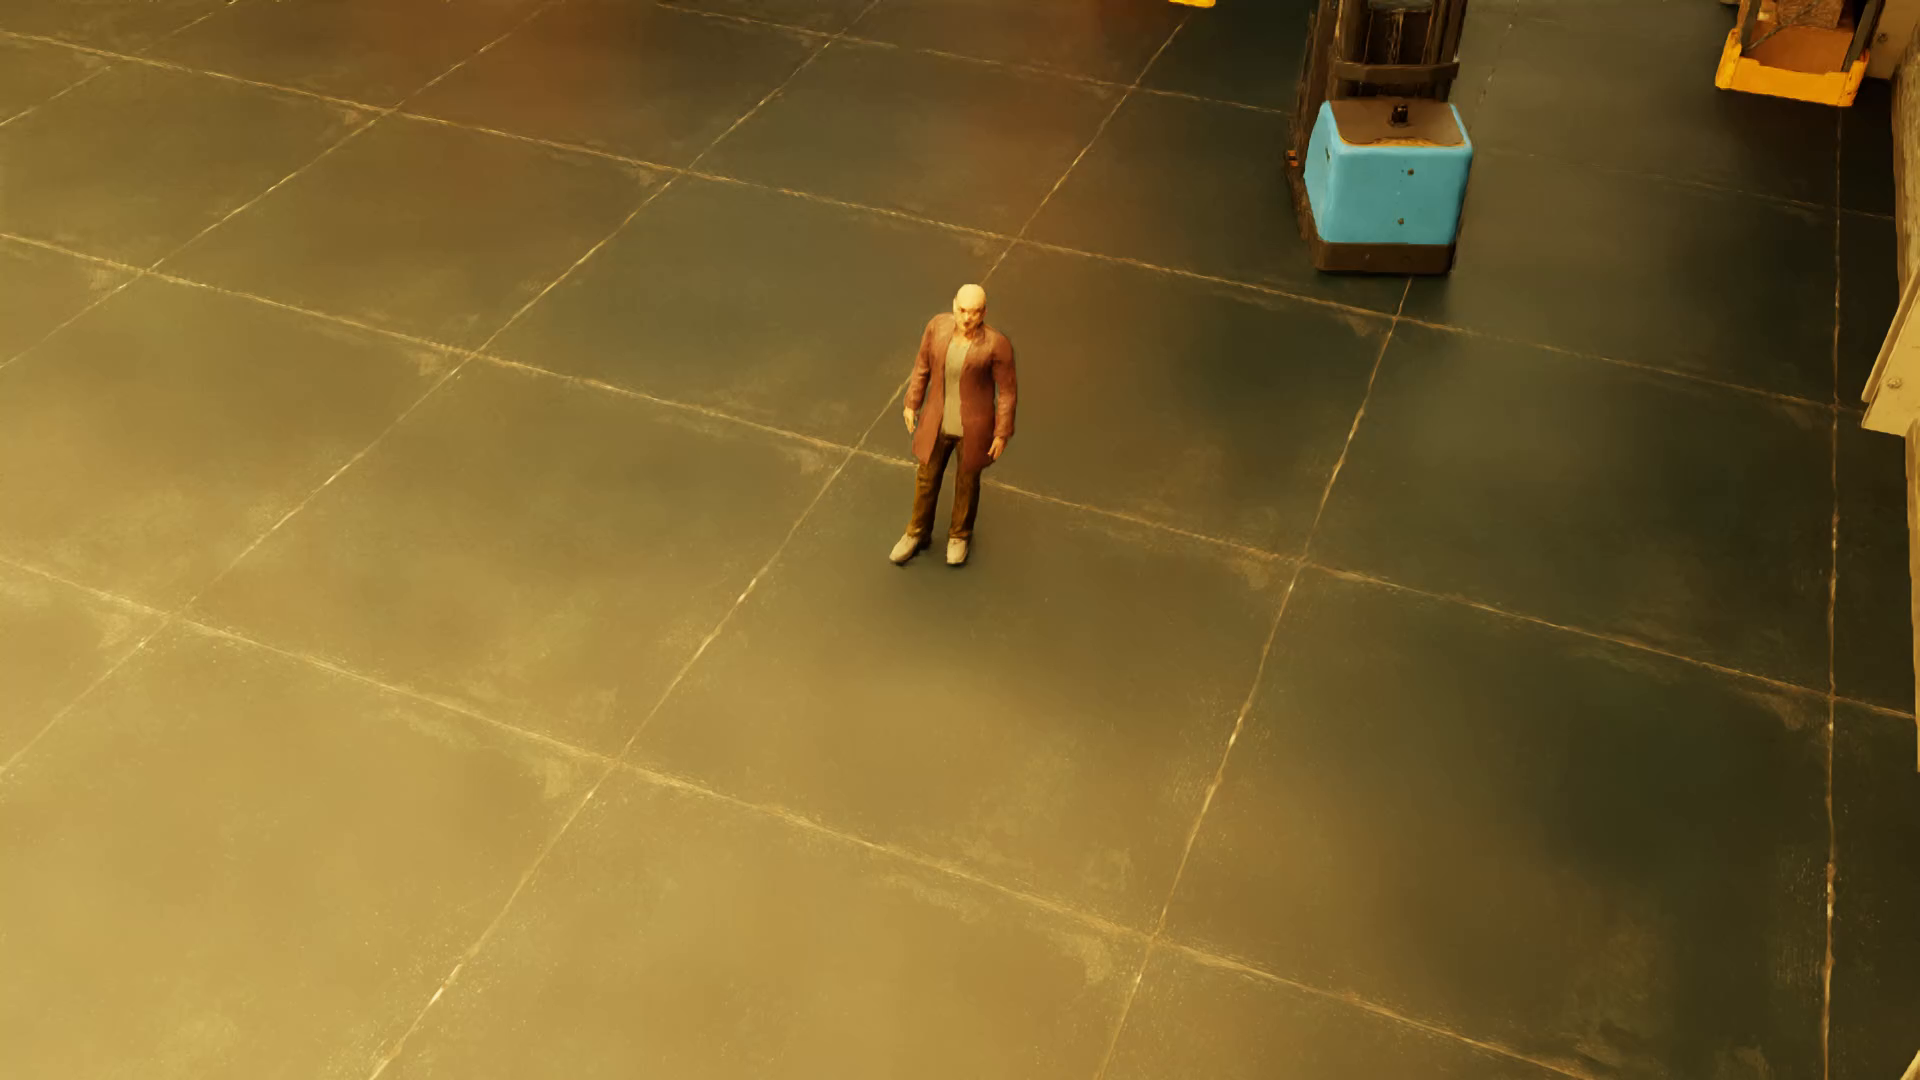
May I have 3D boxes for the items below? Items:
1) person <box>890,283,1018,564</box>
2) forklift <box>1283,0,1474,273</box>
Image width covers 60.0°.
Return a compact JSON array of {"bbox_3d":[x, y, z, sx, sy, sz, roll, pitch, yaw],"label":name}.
[{"bbox_3d":[-0.039,-0.634,9.651,0.694,1.776,0.580,15,42,17],"label":"person"},{"bbox_3d":[3.278,-4.073,12.872,1.130,2.935,3.031,2,40,2],"label":"forklift"}]
